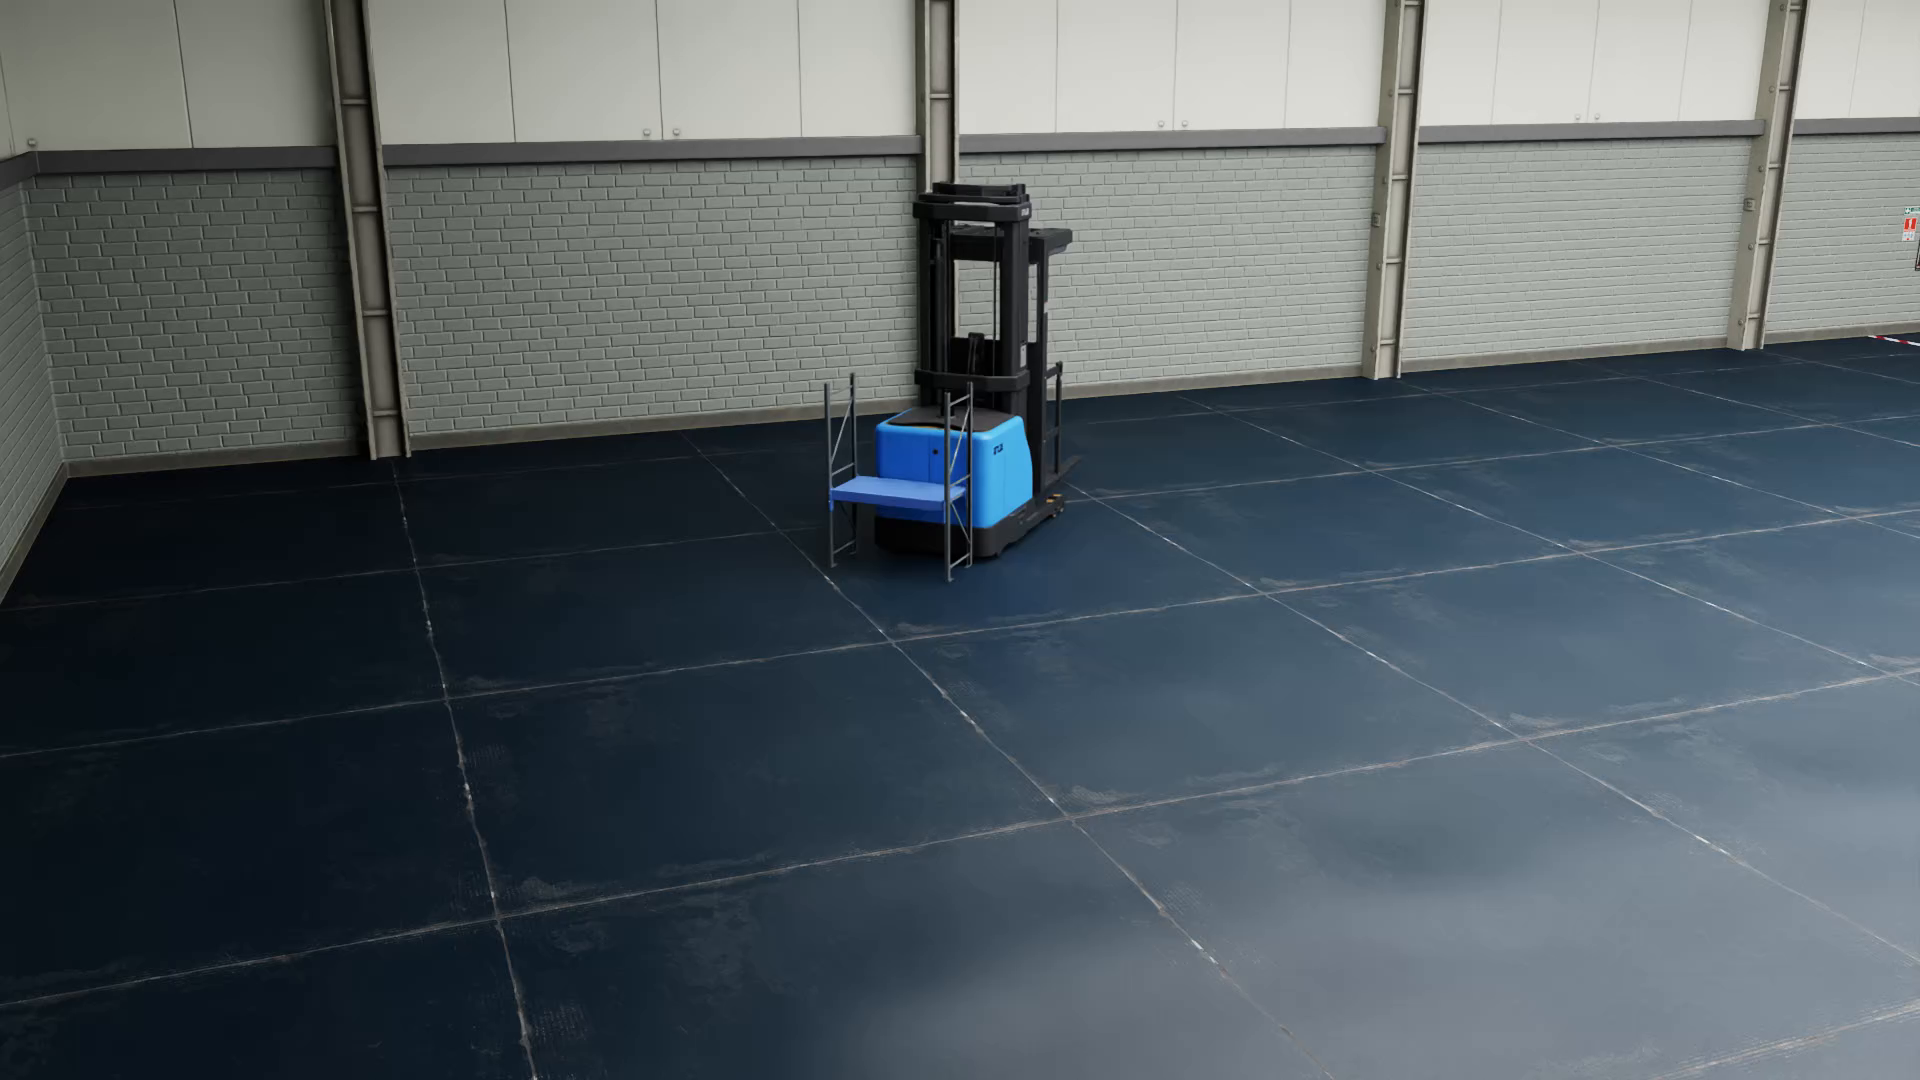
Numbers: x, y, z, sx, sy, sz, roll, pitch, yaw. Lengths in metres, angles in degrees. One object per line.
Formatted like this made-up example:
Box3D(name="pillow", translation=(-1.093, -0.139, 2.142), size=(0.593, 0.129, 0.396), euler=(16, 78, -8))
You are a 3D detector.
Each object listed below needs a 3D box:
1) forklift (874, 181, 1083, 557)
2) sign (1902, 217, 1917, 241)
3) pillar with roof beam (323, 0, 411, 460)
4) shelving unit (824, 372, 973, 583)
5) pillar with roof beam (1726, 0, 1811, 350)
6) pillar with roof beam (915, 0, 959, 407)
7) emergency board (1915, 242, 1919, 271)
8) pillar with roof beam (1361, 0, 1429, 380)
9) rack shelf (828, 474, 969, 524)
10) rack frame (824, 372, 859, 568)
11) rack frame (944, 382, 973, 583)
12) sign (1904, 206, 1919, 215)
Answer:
Box3D(name="forklift", translation=(0.312, -1.643, 14.492), size=(1.130, 2.935, 3.031), euler=(6, 18, 21))
Box3D(name="sign", translation=(13.687, -4.481, 23.969), size=(0.234, 0.329, 0.001), euler=(-6, 17, -20))
Box3D(name="pillar with roof beam", translation=(-4.309, -4.057, 11.944), size=(0.400, 9.000, 9.100), euler=(-6, 17, -20))
Box3D(name="shelving unit", translation=(-0.480, -0.506, 13.160), size=(1.048, 1.500, 0.538), euler=(7, 18, 22))
Box3D(name="pillar with roof beam", translation=(12.500, -5.872, 18.123), size=(0.400, 9.000, 9.100), euler=(-6, 17, -20))
Box3D(name="pillar with roof beam", translation=(1.294, -4.662, 14.003), size=(0.400, 9.000, 9.100), euler=(-6, 17, -20))
Box3D(name="emergency board", translation=(14.226, -4.496, 24.085), size=(0.626, 1.169, 0.157), euler=(-6, 17, -20))
Box3D(name="pillar with roof beam", translation=(6.897, -5.267, 16.063), size=(0.400, 9.000, 9.100), euler=(-6, 17, -20))
Box3D(name="rack shelf", translation=(-0.480, -0.333, 13.210), size=(1.000, 0.185, 0.538), euler=(7, 18, 22))
Box3D(name="rack frame", translation=(-0.950, -0.561, 13.346), size=(0.032, 1.500, 0.500), euler=(7, 18, 22))
Box3D(name="rack frame", translation=(-0.011, -0.451, 12.973), size=(0.032, 1.500, 0.500), euler=(7, 18, 22))
Box3D(name="sign", translation=(13.695, -4.733, 23.888), size=(0.331, 0.109, 0.001), euler=(-6, 17, -20))
